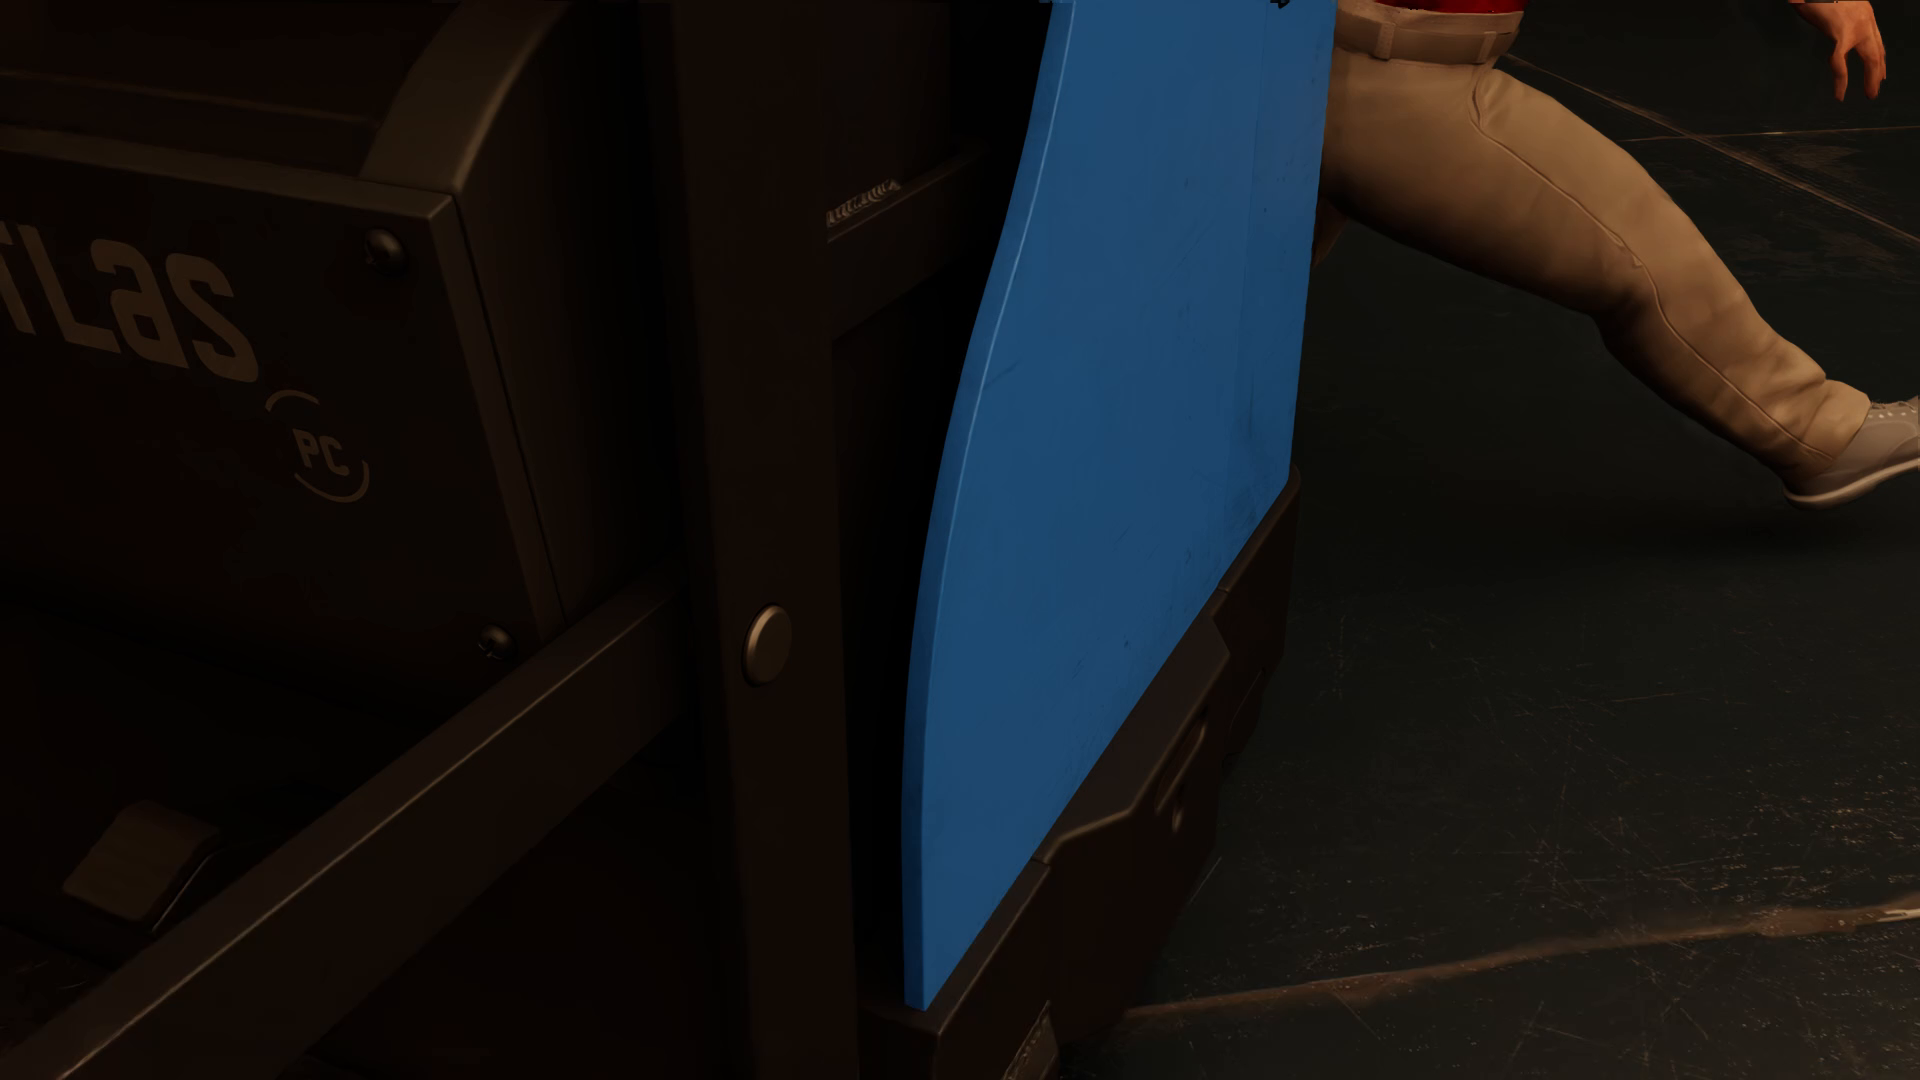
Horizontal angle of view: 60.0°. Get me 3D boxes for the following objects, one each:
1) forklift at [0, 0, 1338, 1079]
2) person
[{"bbox_3d":[-0.682,-0.591,0.486,1.130,2.935,3.031,13,30,22],"label":"forklift"},{"bbox_3d":[0.797,-0.732,2.392,1.142,1.422,1.082,-13,31,-24],"label":"person"}]
